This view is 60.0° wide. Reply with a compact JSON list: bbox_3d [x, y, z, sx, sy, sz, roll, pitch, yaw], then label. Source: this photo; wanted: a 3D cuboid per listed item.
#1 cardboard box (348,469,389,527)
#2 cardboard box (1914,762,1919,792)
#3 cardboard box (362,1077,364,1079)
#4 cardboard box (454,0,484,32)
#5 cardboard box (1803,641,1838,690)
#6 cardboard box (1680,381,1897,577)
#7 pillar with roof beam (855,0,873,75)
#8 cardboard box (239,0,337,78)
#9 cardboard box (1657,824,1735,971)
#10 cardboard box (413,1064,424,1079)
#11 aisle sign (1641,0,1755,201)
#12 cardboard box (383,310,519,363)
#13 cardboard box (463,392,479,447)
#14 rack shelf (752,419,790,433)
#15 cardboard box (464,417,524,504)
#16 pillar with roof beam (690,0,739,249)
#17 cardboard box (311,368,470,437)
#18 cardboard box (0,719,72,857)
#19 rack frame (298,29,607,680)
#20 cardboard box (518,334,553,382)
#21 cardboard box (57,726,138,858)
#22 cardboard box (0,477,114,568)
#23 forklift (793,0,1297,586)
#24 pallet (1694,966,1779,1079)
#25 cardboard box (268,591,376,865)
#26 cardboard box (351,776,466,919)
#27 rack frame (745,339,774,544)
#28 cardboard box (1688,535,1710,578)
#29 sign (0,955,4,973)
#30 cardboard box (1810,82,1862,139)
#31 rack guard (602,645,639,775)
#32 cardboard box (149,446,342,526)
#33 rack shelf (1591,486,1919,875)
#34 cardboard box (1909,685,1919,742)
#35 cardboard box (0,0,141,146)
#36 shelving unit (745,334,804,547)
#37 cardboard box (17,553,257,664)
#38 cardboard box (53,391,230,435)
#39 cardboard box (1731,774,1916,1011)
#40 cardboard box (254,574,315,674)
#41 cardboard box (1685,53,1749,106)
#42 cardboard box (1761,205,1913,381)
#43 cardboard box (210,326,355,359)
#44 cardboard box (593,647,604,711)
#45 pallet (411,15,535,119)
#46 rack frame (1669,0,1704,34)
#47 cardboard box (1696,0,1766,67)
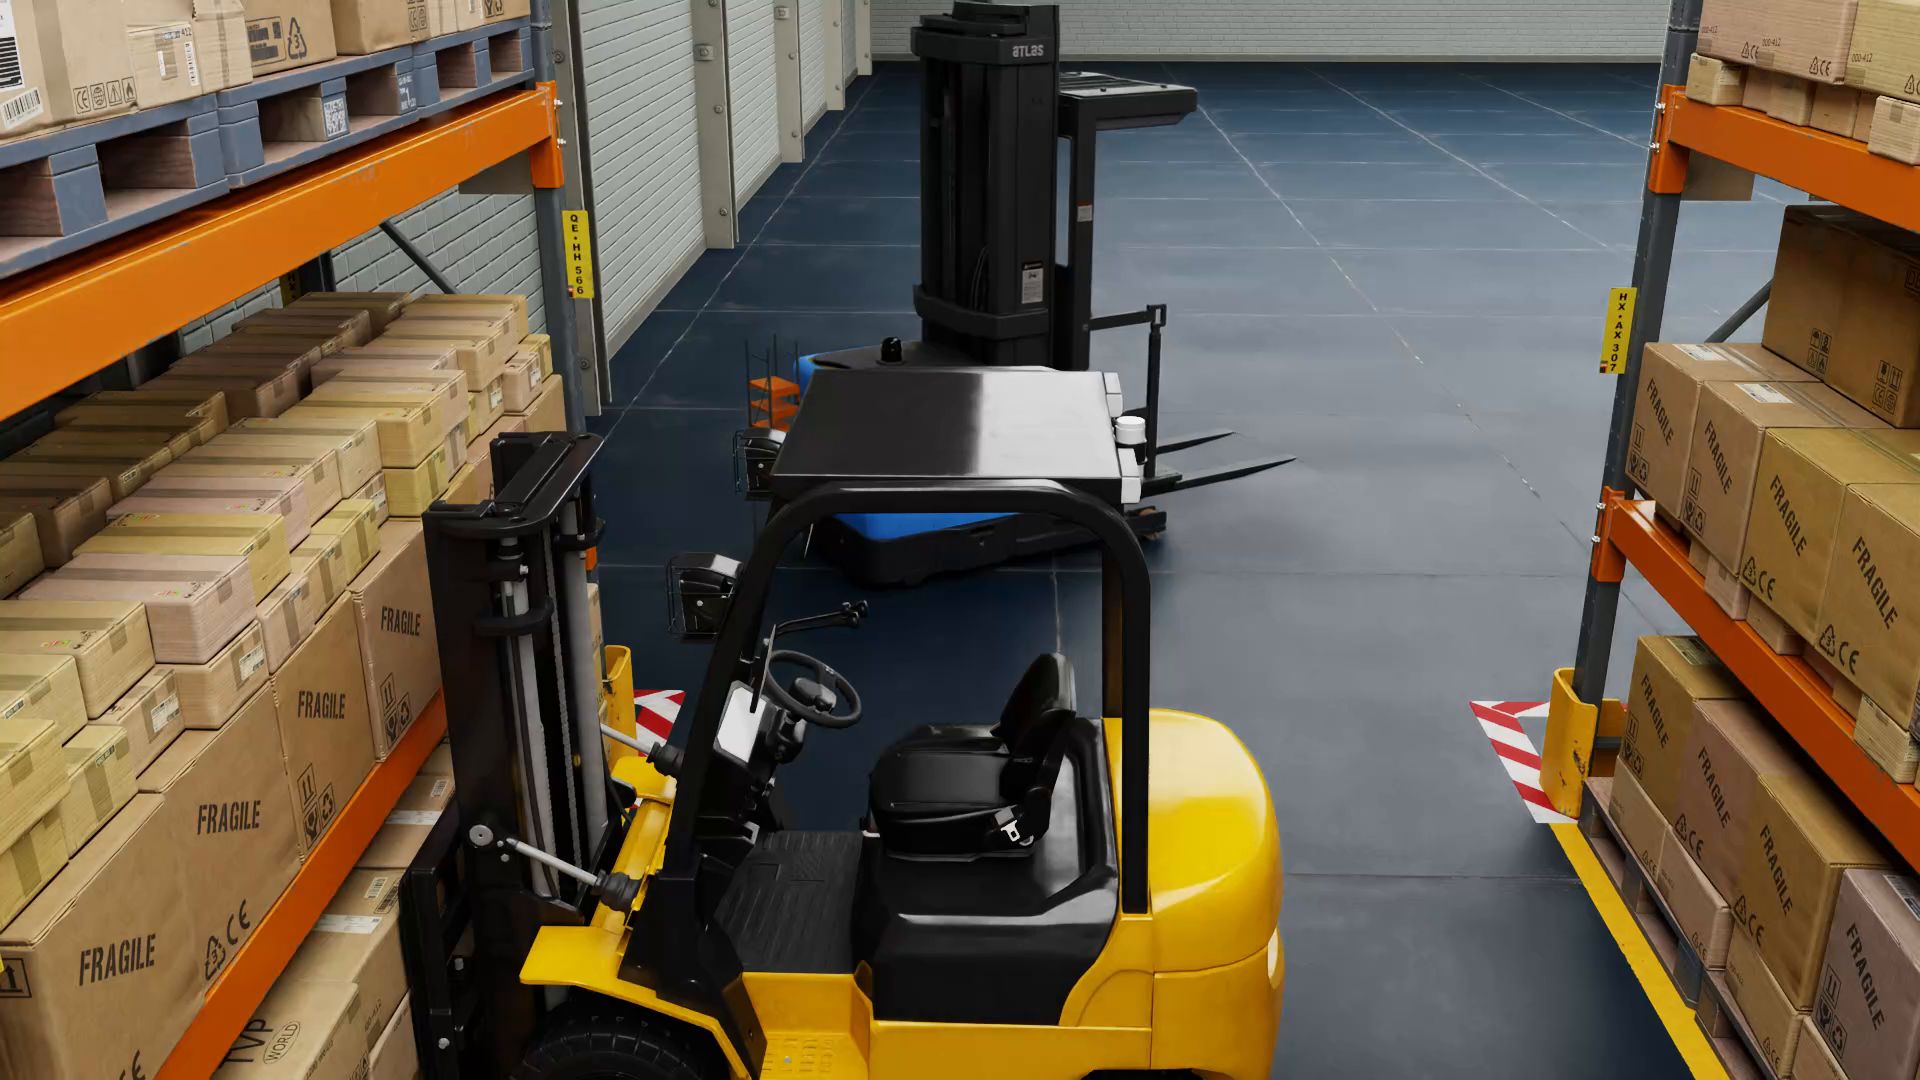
[{"bbox_3d":[-1.809,-0.090,4.579,0.380,0.149,0.250,0,21,1],"label":"cardboard box"},{"bbox_3d":[2.644,0.615,4.144,0.380,0.149,0.250,0,21,1],"label":"cardboard box"},{"bbox_3d":[-1.751,1.523,3.986,0.500,0.250,0.500,1,21,1],"label":"cardboard box"},{"bbox_3d":[-1.688,-1.643,5.099,0.380,0.149,0.250,0,21,0],"label":"cardboard box"},{"bbox_3d":[2.719,0.336,4.863,0.380,0.149,0.250,1,21,3],"label":"cardboard box"},{"bbox_3d":[2.691,-0.199,5.346,0.500,0.500,0.500,1,21,3],"label":"cardboard box"},{"bbox_3d":[2.327,-13.777,32.596,9.100,9.000,0.400,1,21,2],"label":"pillar with roof beam"},{"bbox_3d":[-1.923,-1.368,3.901,0.797,0.503,0.637,1,21,3],"label":"cardboard box"},{"bbox_3d":[2.671,1.190,5.536,0.500,0.250,0.500,1,21,4],"label":"cardboard box"},{"bbox_3d":[-1.742,1.569,4.559,0.500,0.250,0.500,1,21,3],"label":"cardboard box"},{"bbox_3d":[2.687,-1.607,5.930,0.394,0.787,0.004,1,21,2],"label":"aisle sign"},{"bbox_3d":[-1.743,-0.689,5.711,0.380,0.149,0.250,1,21,2],"label":"cardboard box"},{"bbox_3d":[-1.763,-0.368,5.295,0.380,0.149,0.250,0,21,1],"label":"cardboard box"},{"bbox_3d":[-1.020,-0.590,9.183,0.180,0.103,0.258,-16,26,-35],"label":"rack shelf"},{"bbox_3d":[-1.744,-0.101,5.504,0.500,0.500,0.500,1,21,3],"label":"cardboard box"},{"bbox_3d":[1.780,-7.269,15.823,9.100,9.000,0.400,1,21,2],"label":"pillar with roof beam"},{"bbox_3d":[-1.703,-0.409,4.991,0.380,0.149,0.250,1,21,3],"label":"cardboard box"},{"bbox_3d":[-1.782,0.424,2.843,0.380,0.149,0.250,1,21,3],"label":"cardboard box"},{"bbox_3d":[-1.966,-0.423,6.471,1.000,3.000,0.127,1,21,2],"label":"rack frame"},{"bbox_3d":[-1.697,-0.643,6.005,0.380,0.149,0.250,1,21,2],"label":"cardboard box"},{"bbox_3d":[-1.809,0.469,3.139,0.380,0.149,0.250,1,21,3],"label":"cardboard box"},{"bbox_3d":[-2.309,-0.045,4.053,0.380,0.149,0.250,0,21,1],"label":"cardboard box"},{"bbox_3d":[0.597,-1.494,9.327,3.031,2.935,1.130,-12,24,-28],"label":"forklift"},{"bbox_3d":[2.893,1.692,4.878,1.003,0.211,1.213,1,21,2],"label":"pallet"},{"bbox_3d":[-1.800,0.448,4.089,0.500,0.500,0.500,0,21,1],"label":"cardboard box"},{"bbox_3d":[-1.706,0.918,4.855,0.500,0.250,0.500,0,21,1],"label":"cardboard box"},{"bbox_3d":[-1.092,-0.499,9.157,0.006,1.200,0.240,-16,26,-35],"label":"rack frame"},{"bbox_3d":[2.695,0.055,5.588,0.380,0.149,0.250,0,21,0],"label":"cardboard box"},{"bbox_3d":[-1.545,0.523,2.542,0.100,0.325,0.005,1,21,2],"label":"sign"},{"bbox_3d":[2.717,-1.253,4.812,0.380,0.149,0.250,1,21,1],"label":"cardboard box"},{"bbox_3d":[-1.965,0.734,6.946,1.175,0.500,0.348,1,21,2],"label":"rack guard"},{"bbox_3d":[-1.832,-0.133,4.279,0.380,0.149,0.250,1,21,2],"label":"cardboard box"},{"bbox_3d":[2.934,0.689,4.600,1.077,0.370,4.000,1,21,2],"label":"rack shelf"},{"bbox_3d":[2.659,0.354,3.919,0.500,0.500,0.500,1,21,3],"label":"cardboard box"},{"bbox_3d":[-1.819,-0.874,2.892,0.500,0.311,0.500,1,21,3],"label":"cardboard box"},{"bbox_3d":[-1.020,-0.520,9.210,0.189,1.200,0.258,-16,26,-35],"label":"shelving unit"},{"bbox_3d":[-1.755,0.144,3.564,0.380,0.149,0.250,1,21,3],"label":"cardboard box"},{"bbox_3d":[-2.337,-0.323,4.767,0.380,0.149,0.250,0,21,0],"label":"cardboard box"},{"bbox_3d":[2.659,1.035,4.899,0.500,0.500,0.500,1,21,3],"label":"cardboard box"},{"bbox_3d":[-1.738,0.191,3.855,0.380,0.149,0.250,0,21,1],"label":"cardboard box"},{"bbox_3d":[2.661,-1.534,5.537,0.380,0.149,0.250,1,21,2],"label":"cardboard box"},{"bbox_3d":[3.198,-0.834,5.599,0.700,0.500,0.500,0,21,0],"label":"cardboard box"},{"bbox_3d":[-2.226,-0.601,5.486,0.380,0.149,0.250,1,21,3],"label":"cardboard box"},{"bbox_3d":[-1.669,0.610,6.340,0.500,0.250,0.500,0,21,1],"label":"cardboard box"},{"bbox_3d":[-2.014,-1.524,5.286,1.003,0.211,1.213,1,21,2],"label":"pallet"},{"bbox_3d":[2.995,-3.166,5.249,1.000,3.000,0.127,1,21,2],"label":"rack frame"},{"bbox_3d":[2.714,-1.658,5.304,0.500,0.250,0.500,0,21,1],"label":"cardboard box"}]
